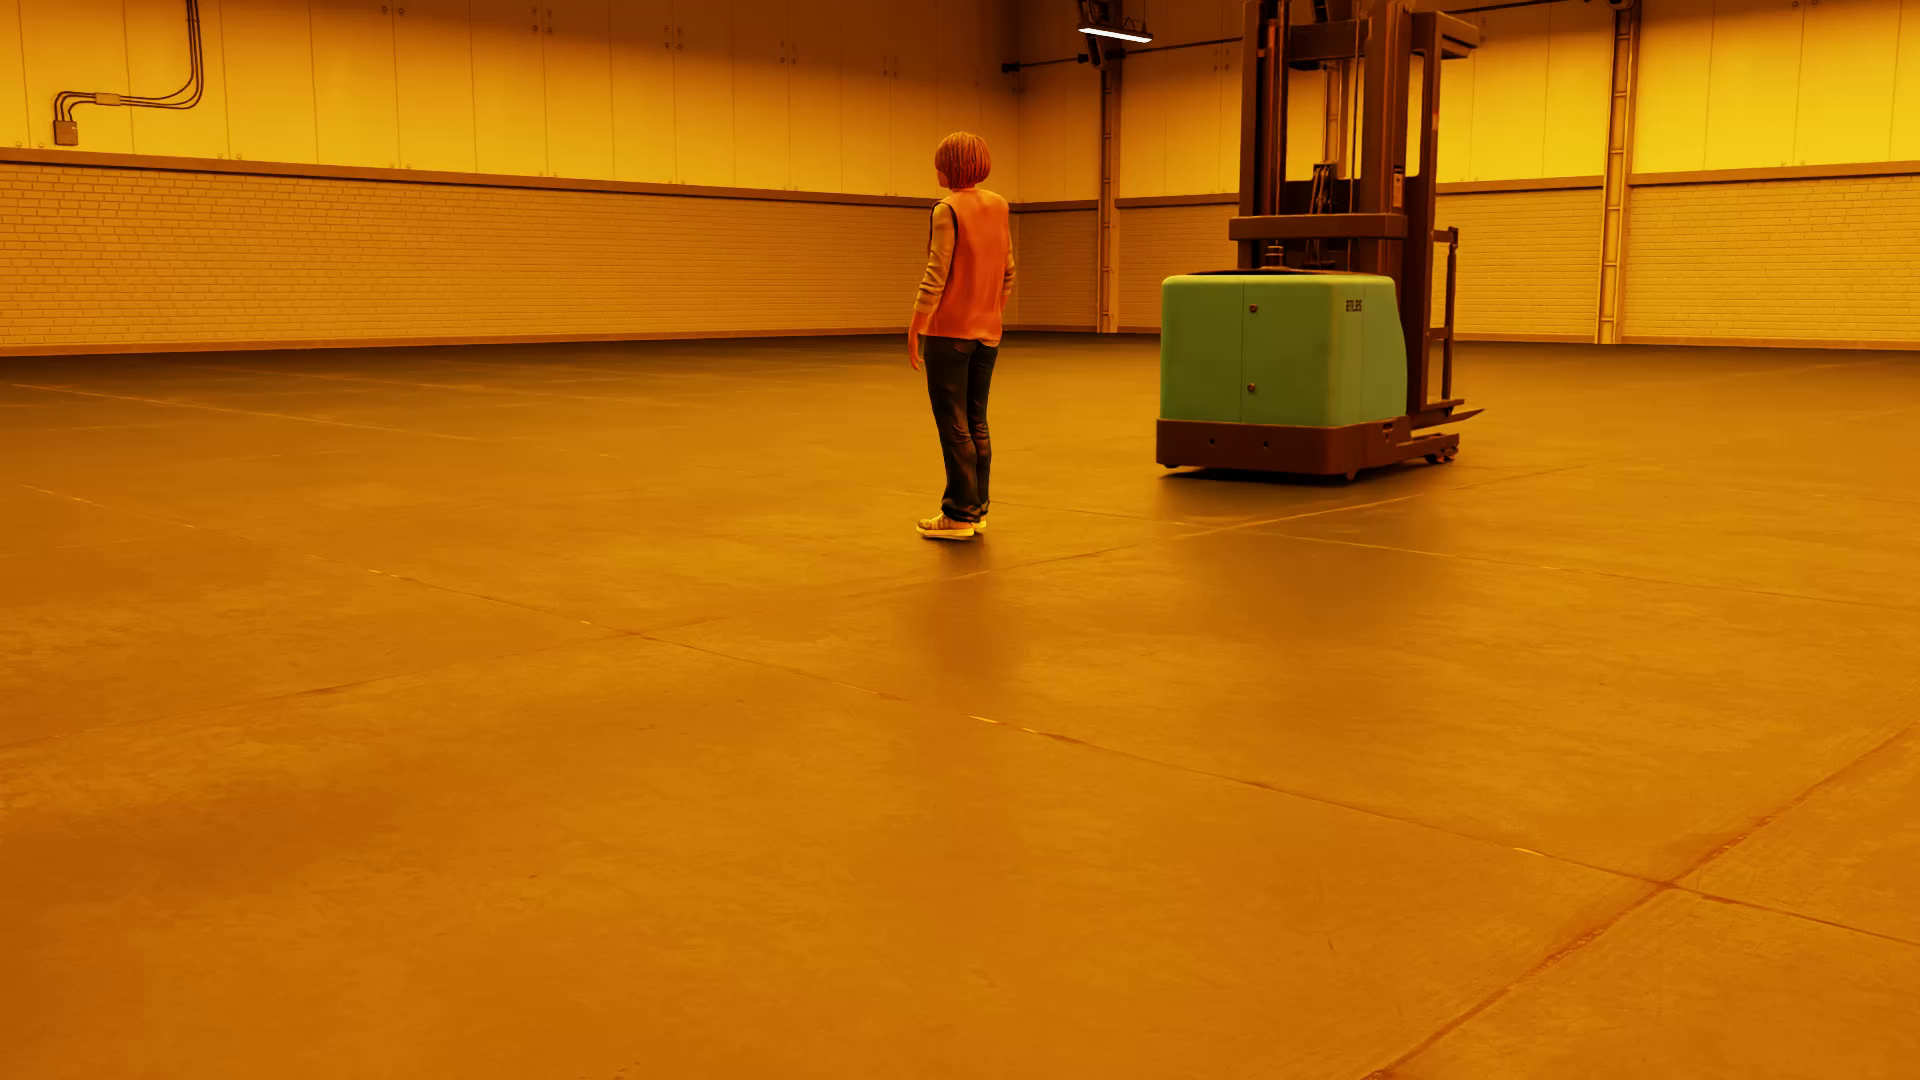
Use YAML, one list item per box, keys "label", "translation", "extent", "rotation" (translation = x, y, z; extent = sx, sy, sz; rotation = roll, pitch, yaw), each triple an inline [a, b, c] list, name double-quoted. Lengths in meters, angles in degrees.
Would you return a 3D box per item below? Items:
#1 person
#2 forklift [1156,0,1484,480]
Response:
- label: "person"
  translation: [-0.043, -0.806, 6.658]
  extent: [0.476, 1.597, 0.520]
  rotation: [8, 12, 43]
- label: "forklift"
  translation: [2.309, -1.932, 9.703]
  extent: [1.130, 2.935, 3.031]
  rotation: [6, 10, 34]
